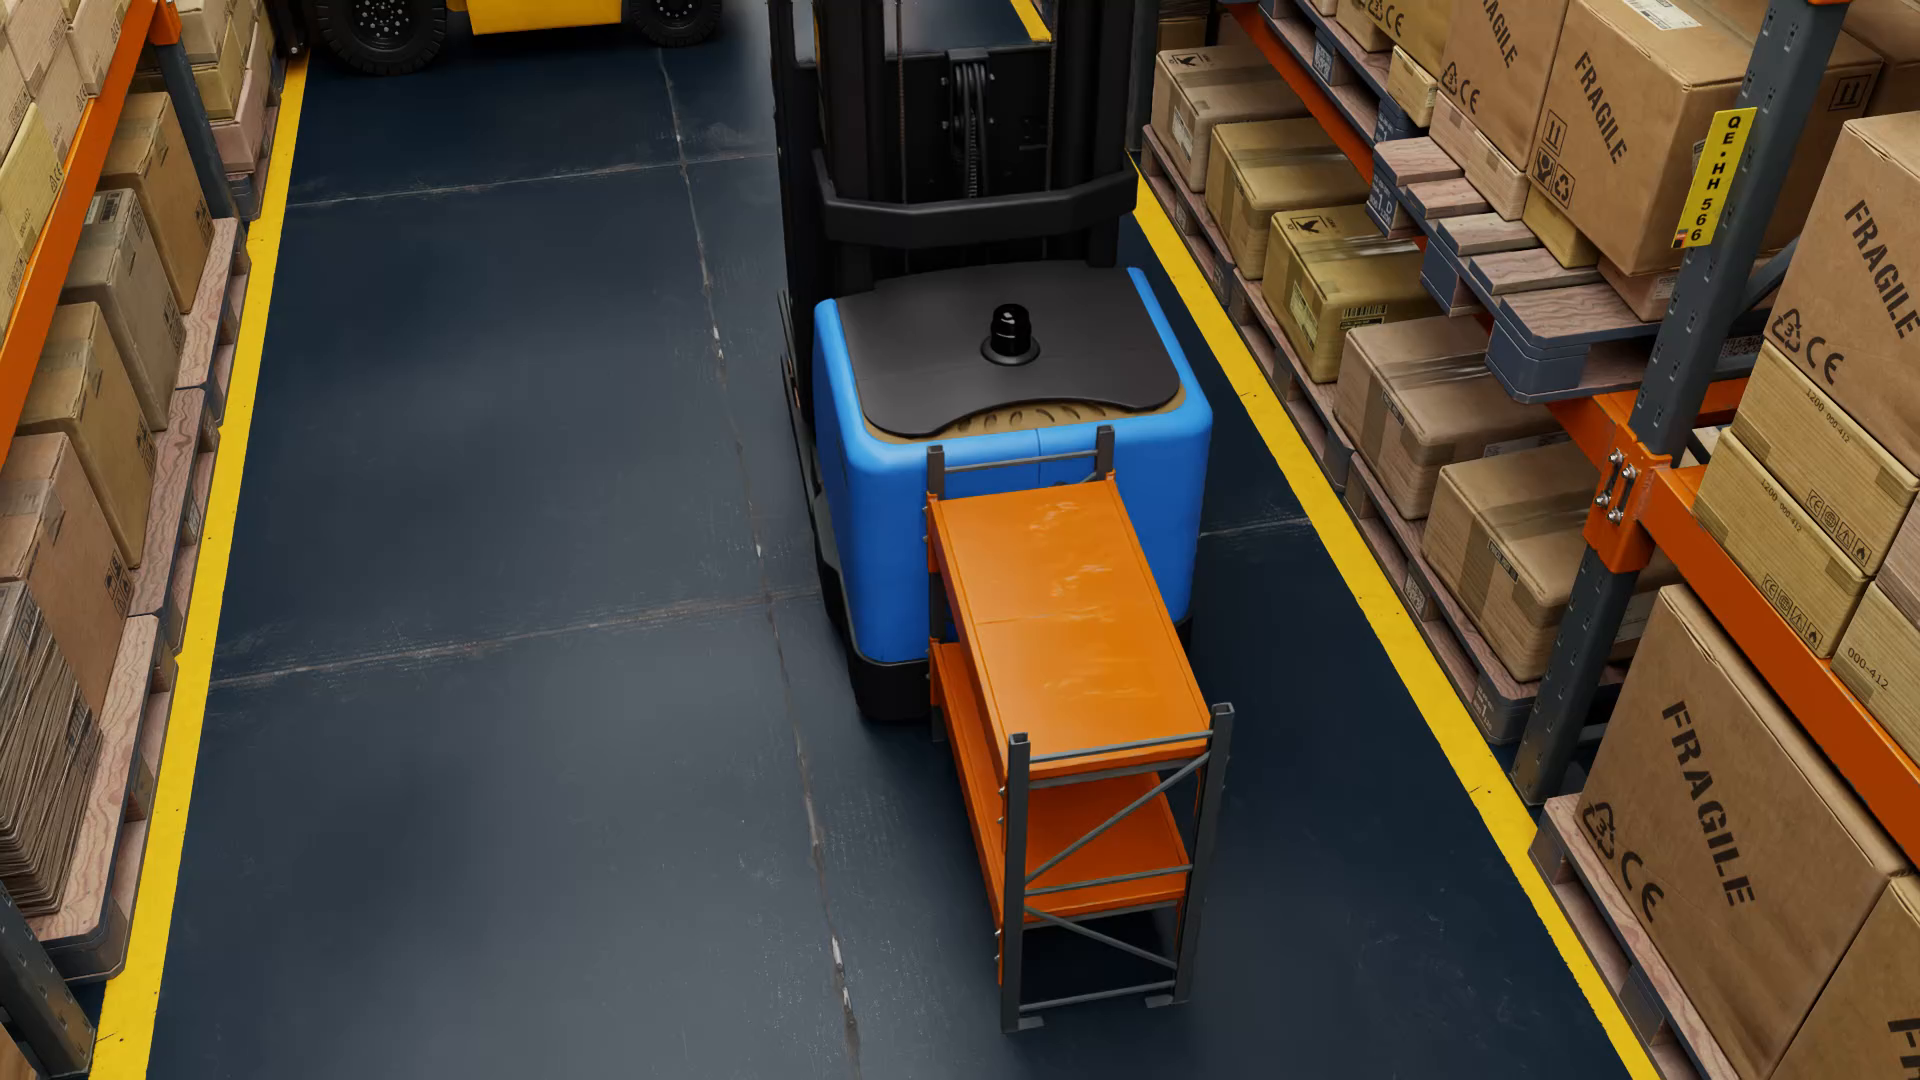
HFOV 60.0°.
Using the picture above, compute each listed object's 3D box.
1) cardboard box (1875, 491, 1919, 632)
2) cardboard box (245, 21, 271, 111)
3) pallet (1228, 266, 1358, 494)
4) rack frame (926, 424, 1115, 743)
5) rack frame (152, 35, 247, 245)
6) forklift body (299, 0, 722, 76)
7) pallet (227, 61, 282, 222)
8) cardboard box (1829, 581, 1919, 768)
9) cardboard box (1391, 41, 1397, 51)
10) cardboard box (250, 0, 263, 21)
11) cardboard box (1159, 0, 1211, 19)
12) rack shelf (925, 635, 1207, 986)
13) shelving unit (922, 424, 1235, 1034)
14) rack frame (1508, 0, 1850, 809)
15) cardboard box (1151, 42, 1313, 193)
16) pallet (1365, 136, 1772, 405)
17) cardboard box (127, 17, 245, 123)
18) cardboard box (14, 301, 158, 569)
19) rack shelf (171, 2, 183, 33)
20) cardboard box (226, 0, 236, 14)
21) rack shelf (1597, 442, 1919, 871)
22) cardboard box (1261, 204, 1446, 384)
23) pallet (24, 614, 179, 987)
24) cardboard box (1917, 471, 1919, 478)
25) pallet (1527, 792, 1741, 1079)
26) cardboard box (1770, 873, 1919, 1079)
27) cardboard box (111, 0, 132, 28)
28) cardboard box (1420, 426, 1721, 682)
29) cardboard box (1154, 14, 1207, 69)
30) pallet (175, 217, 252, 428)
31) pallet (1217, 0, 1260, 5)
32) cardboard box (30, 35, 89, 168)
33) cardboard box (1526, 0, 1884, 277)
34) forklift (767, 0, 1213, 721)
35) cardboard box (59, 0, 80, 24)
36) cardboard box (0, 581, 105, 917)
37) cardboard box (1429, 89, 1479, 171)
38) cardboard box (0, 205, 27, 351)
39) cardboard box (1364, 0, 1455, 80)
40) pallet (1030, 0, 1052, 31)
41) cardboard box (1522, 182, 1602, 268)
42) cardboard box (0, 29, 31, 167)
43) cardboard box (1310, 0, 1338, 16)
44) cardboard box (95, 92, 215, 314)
[{"bbox_3d":[2.113,0.121,3.090,0.500,0.250,0.500,-7,42,-8],"label":"cardboard box"},{"bbox_3d":[-3.481,-2.143,7.659,0.500,0.250,0.500,-9,42,-10],"label":"cardboard box"},{"bbox_3d":[1.707,-0.700,6.380,1.003,0.211,1.213,-8,42,-9],"label":"pallet"},{"bbox_3d":[0.161,0.155,4.728,0.500,1.125,0.032,-7,42,-8],"label":"rack frame"},{"bbox_3d":[-3.575,-2.326,6.111,1.000,3.000,0.127,-8,42,-9],"label":"rack frame"},{"bbox_3d":[-2.248,-3.634,8.223,2.313,2.155,1.214,-8,42,-9],"label":"forklift body"},{"bbox_3d":[-3.706,-1.805,7.624,1.003,0.211,1.213,-8,42,-9],"label":"pallet"},{"bbox_3d":[2.122,0.293,3.274,0.500,0.250,0.500,-9,42,-11],"label":"cardboard box"},{"bbox_3d":[1.556,-1.531,5.088,0.380,0.149,0.250,-8,42,-9],"label":"cardboard box"},{"bbox_3d":[-3.586,-2.653,7.858,0.500,0.250,0.500,-9,42,-10],"label":"cardboard box"},{"bbox_3d":[0.881,-2.794,7.828,0.500,0.500,0.500,-9,42,-10],"label":"cardboard box"},{"bbox_3d":[0.257,0.669,4.517,0.538,0.278,1.000,-7,42,-8],"label":"rack shelf"},{"bbox_3d":[0.257,0.486,4.355,0.538,1.125,1.048,-7,42,-8],"label":"shelving unit"},{"bbox_3d":[2.134,-0.447,3.994,1.000,3.000,0.127,-8,42,-9],"label":"rack frame"},{"bbox_3d":[1.387,-1.875,7.265,0.950,0.372,0.625,-8,42,-9],"label":"cardboard box"},{"bbox_3d":[1.876,-0.822,4.561,1.213,0.211,1.003,-8,42,-9],"label":"pallet"},{"bbox_3d":[-3.378,-2.000,7.122,0.500,0.250,0.500,-9,42,-9],"label":"cardboard box"},{"bbox_3d":[-3.127,-0.267,5.264,0.875,0.625,0.625,-10,43,-11],"label":"cardboard box"},{"bbox_3d":[-4.007,-3.354,7.810,1.077,0.370,4.000,-8,42,-9],"label":"rack shelf"},{"bbox_3d":[-3.473,-2.520,7.331,0.500,0.250,0.500,-8,42,-9],"label":"cardboard box"},{"bbox_3d":[2.566,1.118,2.772,1.077,0.370,4.000,-8,42,-9],"label":"rack shelf"},{"bbox_3d":[1.697,-0.959,6.233,0.950,0.372,0.625,-7,42,-8],"label":"cardboard box"},{"bbox_3d":[-2.851,0.770,4.723,1.003,0.211,1.213,-8,42,-9],"label":"pallet"},{"bbox_3d":[2.118,-0.183,2.869,0.500,0.500,0.500,-8,42,-9],"label":"cardboard box"},{"bbox_3d":[2.231,1.118,4.332,1.003,0.211,1.213,-8,42,-9],"label":"pallet"},{"bbox_3d":[2.391,1.229,3.390,0.875,0.875,0.875,-8,42,-9],"label":"cardboard box"},{"bbox_3d":[-3.211,-1.981,5.835,0.500,0.250,0.500,-7,42,-8],"label":"cardboard box"},{"bbox_3d":[2.022,0.011,5.141,0.950,0.372,0.625,-11,43,-12],"label":"cardboard box"},{"bbox_3d":[0.881,-2.513,8.077,0.500,0.250,0.500,-7,42,-7],"label":"cardboard box"},{"bbox_3d":[-3.378,-0.811,6.505,1.003,0.211,1.213,-8,42,-9],"label":"pallet"},{"bbox_3d":[1.294,-2.452,6.397,1.003,0.211,1.213,-8,42,-9],"label":"pallet"},{"bbox_3d":[-3.020,-1.330,5.101,0.500,0.250,0.500,-8,42,-9],"label":"cardboard box"},{"bbox_3d":[1.765,-1.008,4.010,0.500,0.500,0.500,-9,42,-11],"label":"cardboard box"},{"bbox_3d":[-0.068,-1.536,5.272,1.130,2.935,3.031,-7,42,-8],"label":"forklift"},{"bbox_3d":[-3.101,-1.843,5.303,0.500,0.250,0.500,-9,42,-10],"label":"cardboard box"},{"bbox_3d":[-2.833,0.591,4.297,0.875,0.625,0.625,-7,42,-8],"label":"cardboard box"},{"bbox_3d":[1.561,-1.174,4.685,0.380,0.149,0.250,-10,43,-11],"label":"cardboard box"},{"bbox_3d":[-2.790,-0.660,4.346,0.500,0.250,0.500,-10,42,-11],"label":"cardboard box"},{"bbox_3d":[1.532,-1.668,4.754,0.500,0.500,0.500,-11,43,-12],"label":"cardboard box"},{"bbox_3d":[0.825,-3.220,9.218,1.003,0.211,1.213,-8,42,-9],"label":"pallet"},{"bbox_3d":[1.705,-0.852,4.324,0.380,0.149,0.250,-8,42,-9],"label":"cardboard box"},{"bbox_3d":[-2.906,-1.181,4.557,0.500,0.250,0.500,-8,42,-9],"label":"cardboard box"},{"bbox_3d":[1.336,-1.851,5.448,0.380,0.149,0.250,-7,42,-8],"label":"cardboard box"},{"bbox_3d":[-3.451,-1.259,6.381,0.875,0.625,0.625,-7,42,-7],"label":"cardboard box"}]
